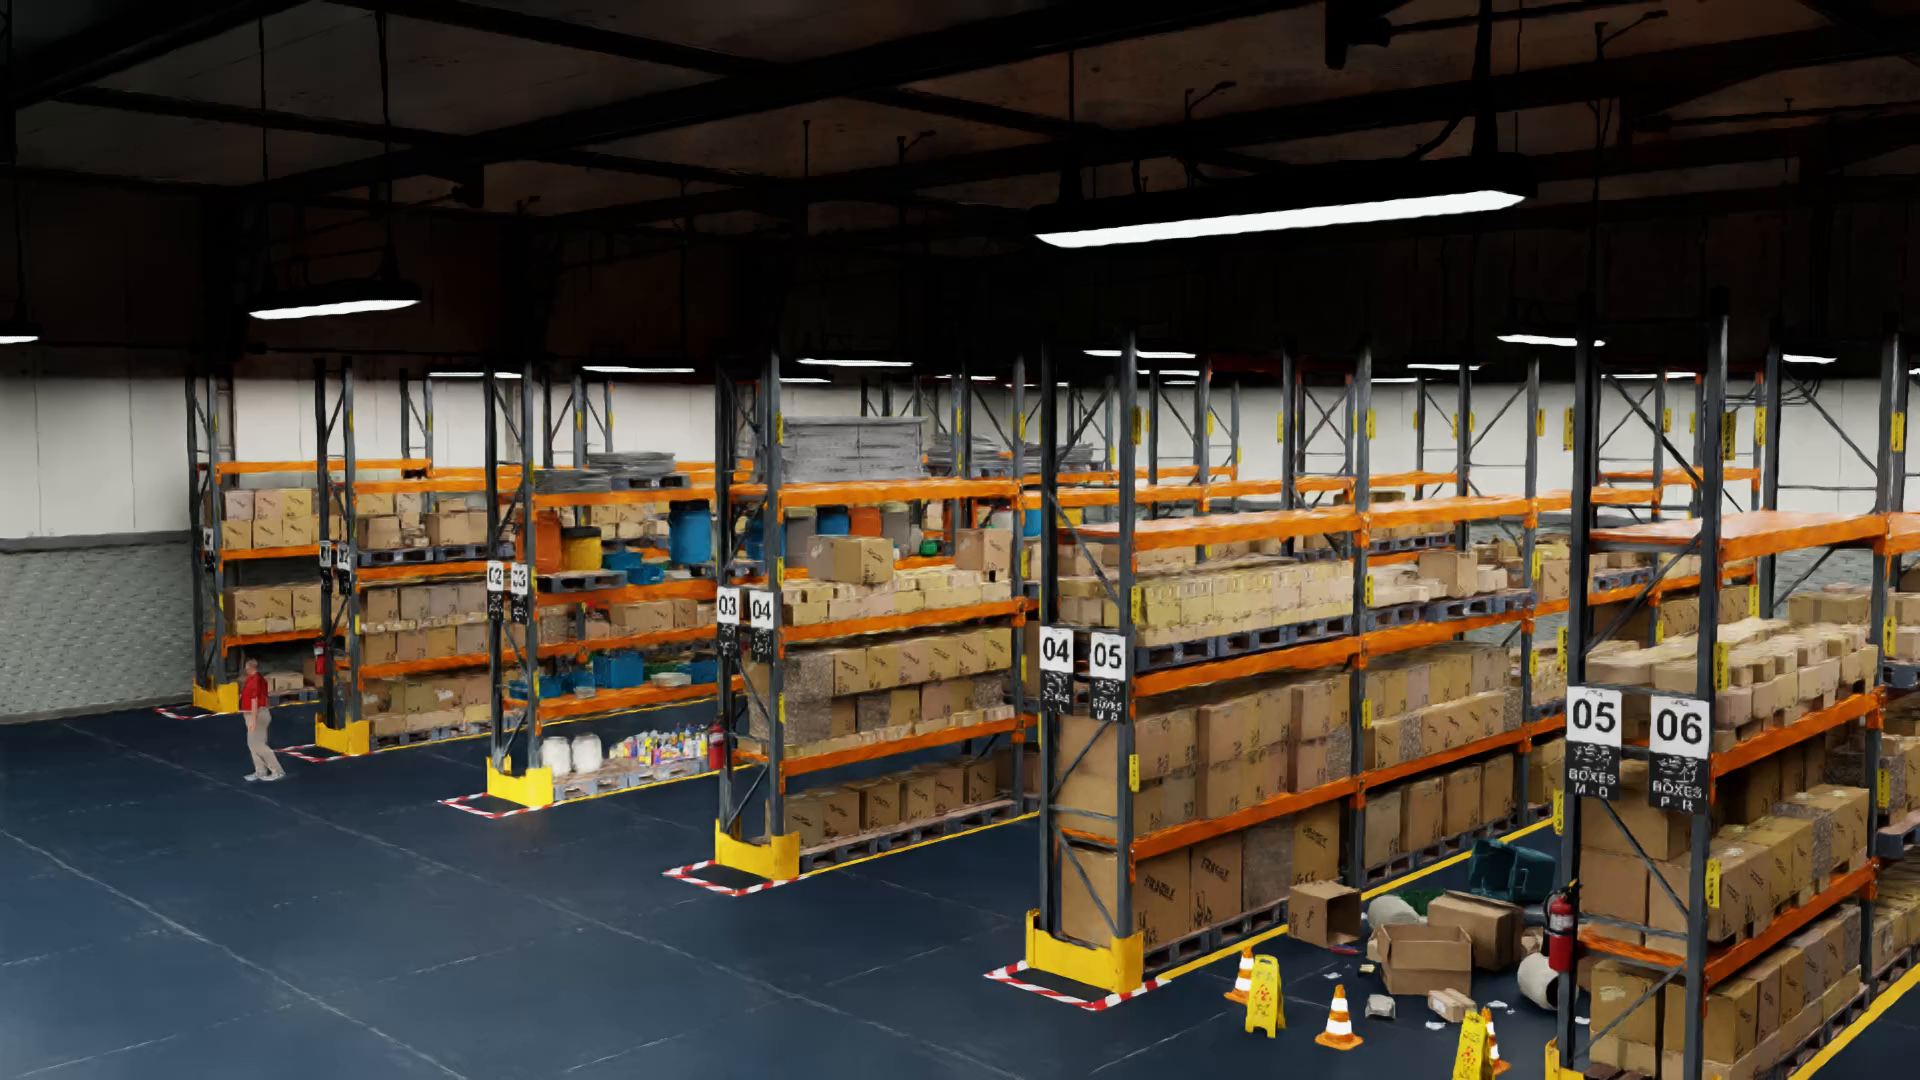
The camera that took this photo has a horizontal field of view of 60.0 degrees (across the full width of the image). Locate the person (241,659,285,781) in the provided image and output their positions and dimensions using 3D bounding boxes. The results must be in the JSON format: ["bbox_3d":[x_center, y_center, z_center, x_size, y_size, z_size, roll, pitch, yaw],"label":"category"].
[{"bbox_3d":[-9.798,2.524,23.367,0.582,1.711,0.595,-1,4,-10],"label":"person"}]

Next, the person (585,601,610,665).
[{"bbox_3d":[-6.826,1.934,30.853,1.123,1.709,0.553,-4,6,-44],"label":"person"}]
